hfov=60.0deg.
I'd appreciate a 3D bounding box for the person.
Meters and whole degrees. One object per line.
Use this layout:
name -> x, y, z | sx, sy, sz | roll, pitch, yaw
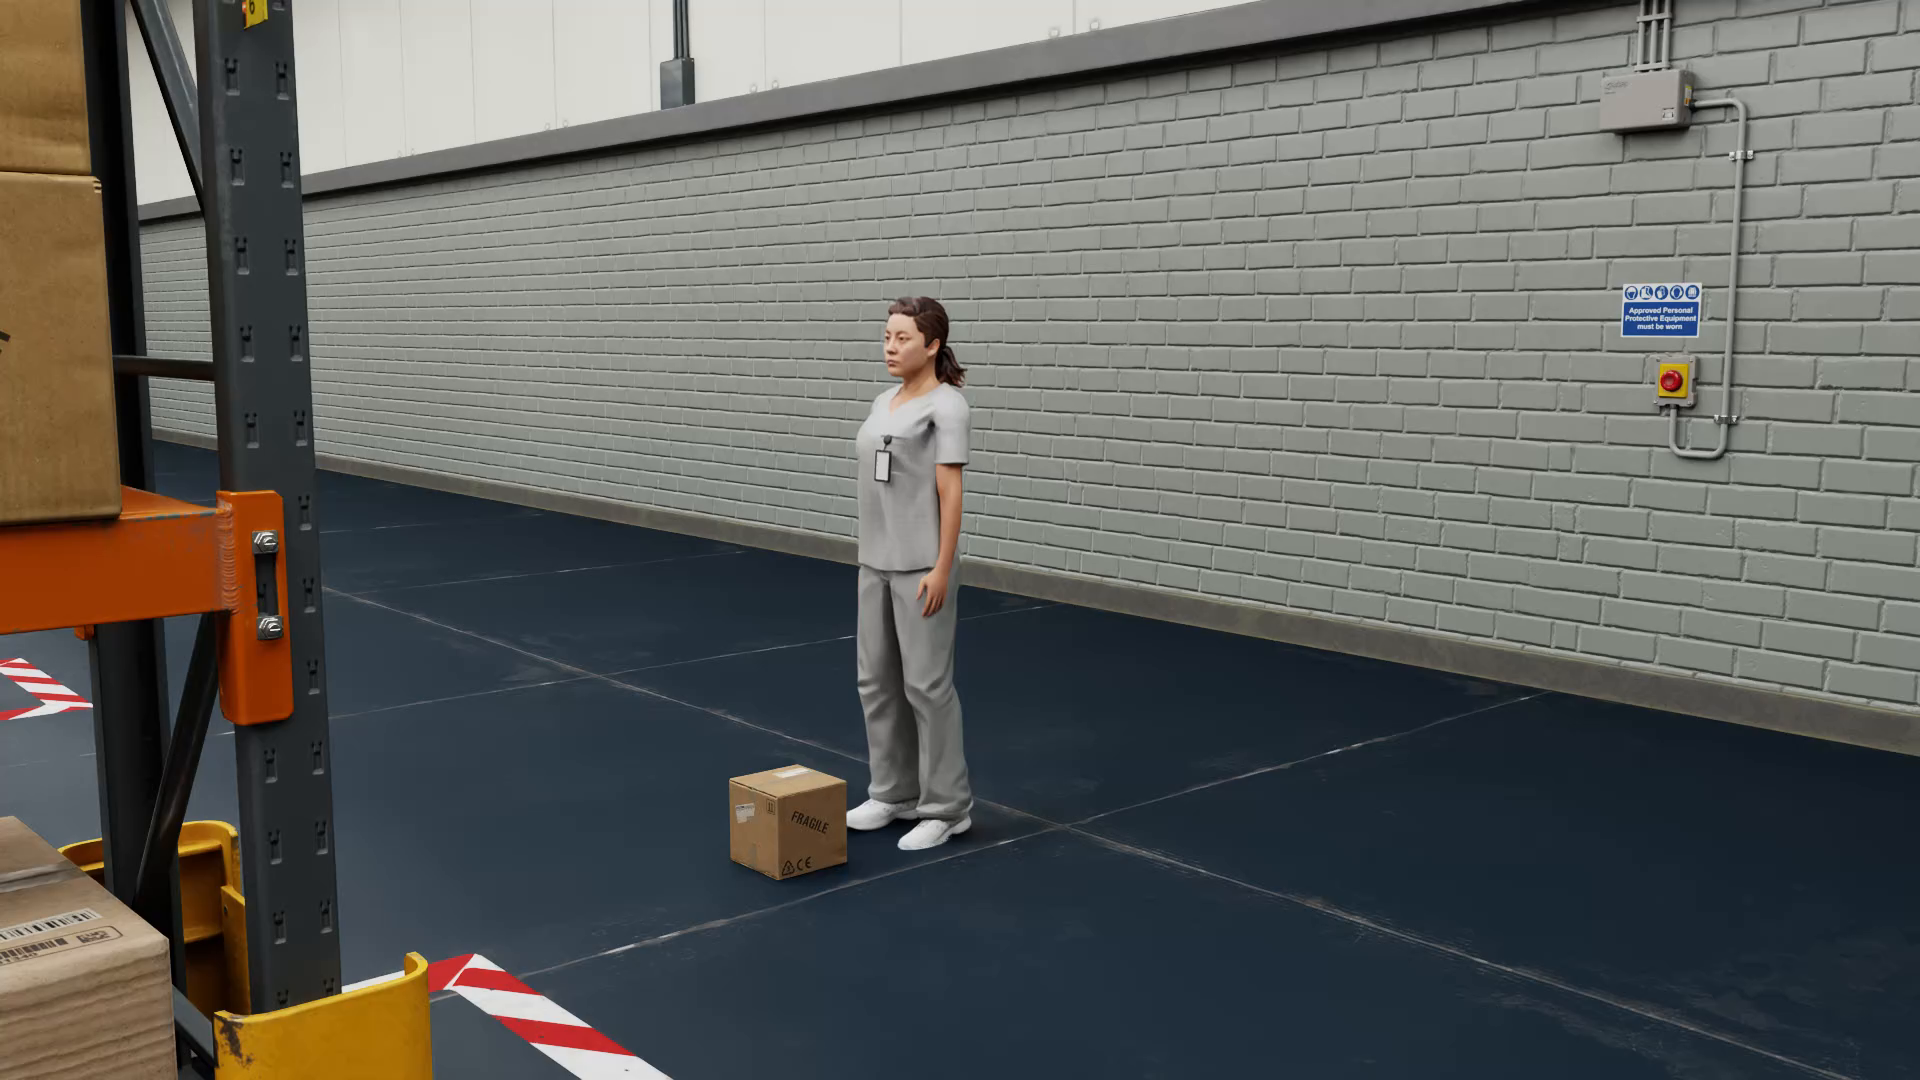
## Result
person -> -0.149, 0.101, 5.133 | 0.348, 1.689, 0.438 | -6, 10, -39
